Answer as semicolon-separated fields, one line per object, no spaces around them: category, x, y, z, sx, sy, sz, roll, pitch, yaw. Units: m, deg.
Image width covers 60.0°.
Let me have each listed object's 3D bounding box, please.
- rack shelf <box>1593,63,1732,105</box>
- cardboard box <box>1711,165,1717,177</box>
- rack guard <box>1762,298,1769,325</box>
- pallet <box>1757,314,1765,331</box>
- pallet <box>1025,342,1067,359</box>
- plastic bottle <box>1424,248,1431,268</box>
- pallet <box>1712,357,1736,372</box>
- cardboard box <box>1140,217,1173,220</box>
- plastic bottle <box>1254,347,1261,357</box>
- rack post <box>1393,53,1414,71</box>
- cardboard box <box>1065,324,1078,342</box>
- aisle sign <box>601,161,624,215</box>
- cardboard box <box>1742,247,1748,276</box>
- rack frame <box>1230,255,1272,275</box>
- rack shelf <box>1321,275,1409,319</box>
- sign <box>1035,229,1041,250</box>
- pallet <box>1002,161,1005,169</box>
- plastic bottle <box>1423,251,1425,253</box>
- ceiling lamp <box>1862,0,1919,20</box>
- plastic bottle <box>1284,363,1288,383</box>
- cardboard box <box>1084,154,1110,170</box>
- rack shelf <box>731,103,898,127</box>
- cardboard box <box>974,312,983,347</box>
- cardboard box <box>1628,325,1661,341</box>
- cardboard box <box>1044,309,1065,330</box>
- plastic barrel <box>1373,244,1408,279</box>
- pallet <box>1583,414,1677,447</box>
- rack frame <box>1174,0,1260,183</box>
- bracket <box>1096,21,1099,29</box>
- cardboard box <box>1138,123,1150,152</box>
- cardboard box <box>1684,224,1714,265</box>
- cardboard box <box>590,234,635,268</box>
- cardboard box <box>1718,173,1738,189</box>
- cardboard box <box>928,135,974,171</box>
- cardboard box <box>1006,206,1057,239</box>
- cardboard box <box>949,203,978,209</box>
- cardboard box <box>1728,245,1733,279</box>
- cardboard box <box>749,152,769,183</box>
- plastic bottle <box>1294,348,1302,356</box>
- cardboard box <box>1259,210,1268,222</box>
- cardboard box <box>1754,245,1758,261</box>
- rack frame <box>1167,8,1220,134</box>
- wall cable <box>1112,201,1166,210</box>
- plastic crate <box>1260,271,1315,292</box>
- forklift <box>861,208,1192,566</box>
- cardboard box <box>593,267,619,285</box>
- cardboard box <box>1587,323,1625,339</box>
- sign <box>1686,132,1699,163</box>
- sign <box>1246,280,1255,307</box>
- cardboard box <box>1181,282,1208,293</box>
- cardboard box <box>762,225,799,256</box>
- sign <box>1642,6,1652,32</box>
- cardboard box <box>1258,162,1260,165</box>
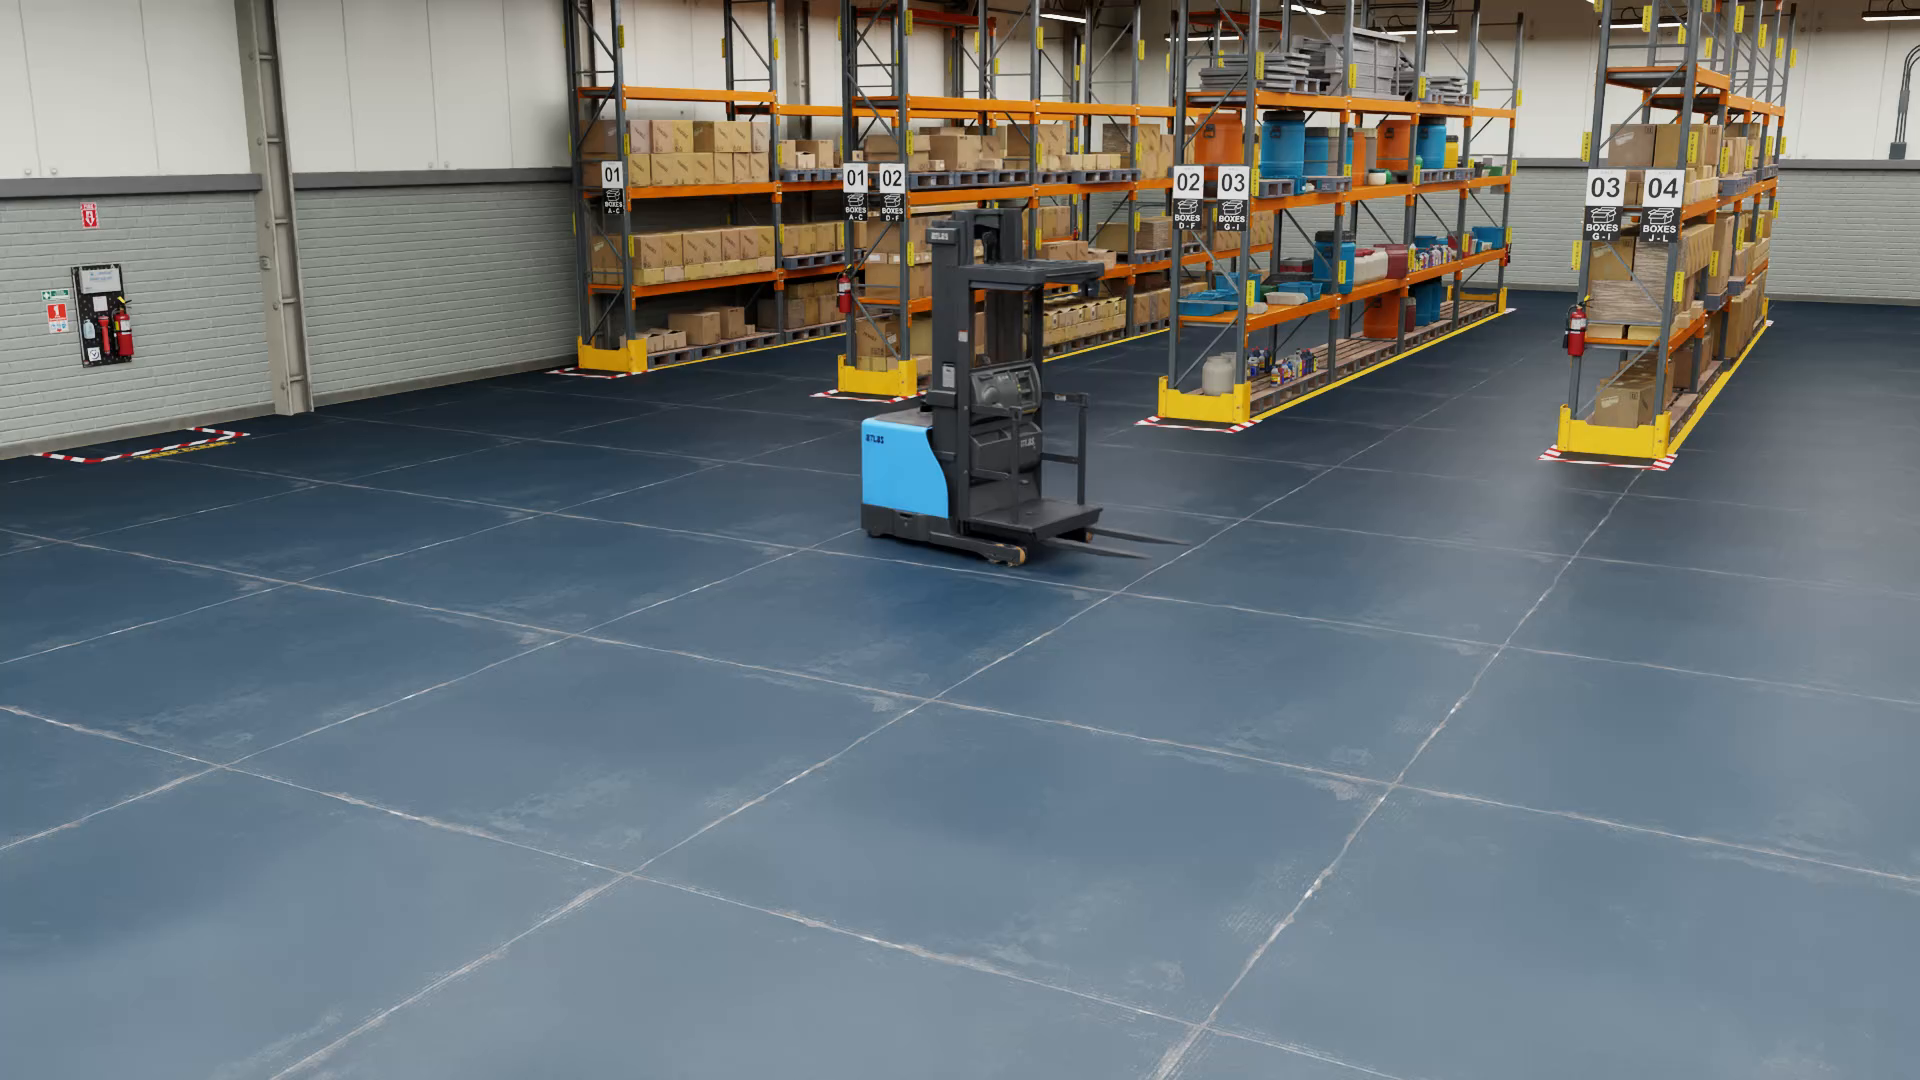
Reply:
rack shelf;8.466;-5.432;19.905;1.077;0.370;4.000;7;15;28
cardboard box;9.529;-4.757;21.433;0.380;0.149;0.250;8;16;30
rack guard;15.246;-4.529;32.751;1.175;0.500;0.348;7;15;28
pallet;14.916;-4.210;32.048;1.003;0.211;1.213;7;15;28
pallet;1.085;-3.200;27.857;1.003;0.211;1.213;7;15;28
plastic bottle;8.274;-5.004;29.494;0.144;0.351;0.185;7;15;28
pallet;11.814;-2.895;26.592;1.003;0.211;1.213;7;15;28
cardboard box;3.929;-6.074;32.719;0.700;0.500;0.500;10;17;37
plastic bottle;4.344;-2.646;24.321;0.144;0.351;0.185;8;16;30
rack post;7.322;-7.997;27.903;0.624;0.289;0.986;7;15;28
cardboard box;1.671;-3.534;28.261;0.500;0.250;0.500;7;15;26
aisle sign;-5.281;-5.355;25.299;0.394;0.787;0.004;7;15;28
cardboard box;12.575;-4.529;27.206;0.500;0.500;0.500;7;15;28
rack frame;6.564;-6.862;37.097;1.000;3.000;0.127;7;15;28
rack shelf;6.064;-3.899;26.340;1.077;0.370;4.000;7;15;28
sign;1.250;-4.797;26.514;0.100;0.325;0.005;7;15;28
pallet;0.697;-8.184;36.368;1.003;0.211;1.213;7;15;28
plastic bottle;8.341;-5.056;29.880;0.097;0.271;0.097;0;14;0
ceiling lamp;18.751;-11.756;32.143;2.000;3.185;0.800;7;15;28
plastic bottle;4.527;-2.332;23.191;0.097;0.271;0.097;0;14;0
cardboard box;2.289;-6.601;29.038;0.500;0.250;0.500;8;16;30
rack shelf;-2.608;-7.743;30.340;1.077;0.370;4.000;7;15;28
cardboard box;0.011;-3.204;25.293;0.500;0.500;0.500;7;15;28
cardboard box;7.846;-2.366;18.982;0.380;0.149;0.250;7;15;28
cardboard box;1.427;-3.699;27.750;0.500;0.311;0.500;7;15;27
plastic barrel;7.072;-4.595;27.404;0.600;0.536;0.708;7;15;28
pallet;7.960;-1.279;19.888;1.003;0.211;1.213;7;15;28
rack frame;3.164;-5.934;20.446;1.000;3.000;0.127;7;15;28
bracket;3.285;-12.786;41.187;0.235;0.232;0.430;7;15;28
cardboard box;3.160;-7.407;30.610;0.500;0.500;0.500;7;15;28
cardboard box;9.456;-3.833;21.550;0.500;0.500;0.500;7;15;28
cardboard box;-5.467;-4.562;26.234;0.500;0.500;0.500;7;15;27
cardboard box;10.878;-5.152;23.921;0.500;0.250;0.500;8;16;30
cardboard box;-0.129;-5.668;24.337;0.500;0.500;0.500;7;15;28
cardboard box;1.646;-7.312;38.323;0.980;0.700;0.700;7;15;28
cardboard box;0.035;-6.941;34.932;0.500;0.250;0.500;8;16;29
cardboard box;10.958;-4.109;24.569;0.700;0.500;0.500;10;17;36
cardboard box;-3.604;-6.345;28.296;0.500;0.500;0.500;8;16;30
plastic bottle;4.912;-2.616;24.197;0.144;0.351;0.185;7;15;28
cardboard box;6.346;-7.170;36.029;0.500;0.500;0.500;8;16;30
cardboard box;13.757;-5.057;29.293;0.500;0.250;0.500;7;15;27
rack frame;4.630;-8.958;32.990;1.000;3.000;0.127;7;15;28
wall cable;5.273;-9.949;43.728;3.097;2.526;0.112;7;15;28
plastic crate;4.733;-3.715;24.175;0.767;0.338;0.504;7;15;28
forklift;0.562;-1.340;14.337;3.031;2.935;1.130;11;17;37
cardboard box;-5.453;-4.195;26.310;0.500;0.250;0.500;8;16;29
cardboard box;7.456;-2.416;19.191;0.380;0.149;0.250;7;15;28
sign;7.974;-4.278;18.113;0.100;0.325;0.005;7;15;28
sign;3.643;-3.089;20.855;0.100;0.325;0.005;7;15;28
cardboard box;4.643;-4.906;33.379;0.500;0.500;0.500;7;15;28
cardboard box;-3.299;-5.324;29.563;0.700;0.500;0.500;7;15;28
sign;8.944;-6.786;21.651;0.100;0.325;0.005;7;15;28
cardboard box;6.065;-7.907;35.350;0.500;0.250;0.500;7;15;28
